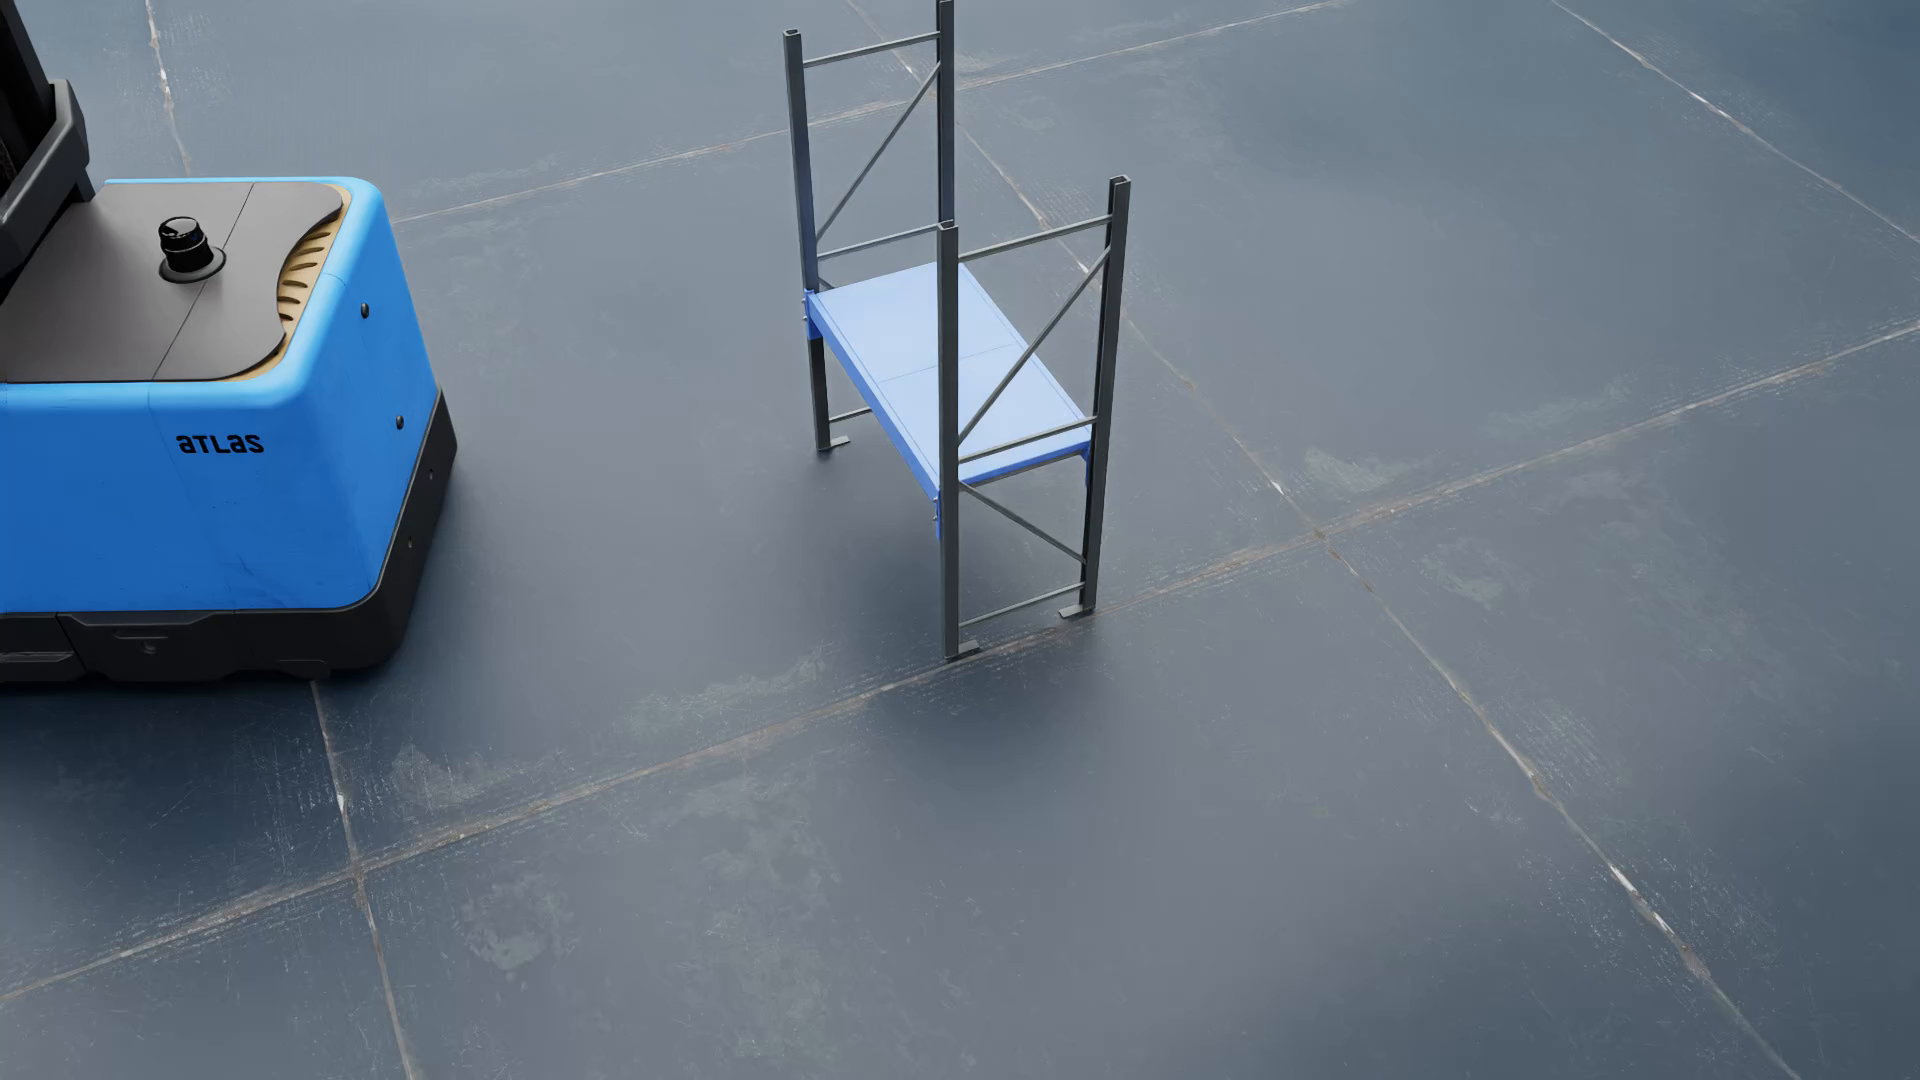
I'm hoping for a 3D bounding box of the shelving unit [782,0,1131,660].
[{"bbox_3d":[-0.036,-0.588,4.778,0.538,1.500,1.048,-18,47,-17],"label":"shelving unit"}]

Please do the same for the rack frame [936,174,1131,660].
[{"bbox_3d":[0.178,-0.264,4.450,0.500,1.500,0.032,-18,47,-17],"label":"rack frame"}]

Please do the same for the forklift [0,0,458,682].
[{"bbox_3d":[-3.154,-0.973,4.150,3.031,2.935,1.130,-1,45,-1],"label":"forklift"}]

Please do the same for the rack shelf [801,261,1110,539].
[{"bbox_3d":[-0.036,-0.460,4.905,0.538,0.185,1.000,-18,47,-17],"label":"rack shelf"}]

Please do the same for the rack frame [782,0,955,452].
[{"bbox_3d":[-0.250,-0.912,5.107,0.500,1.500,0.032,-18,47,-17],"label":"rack frame"}]
